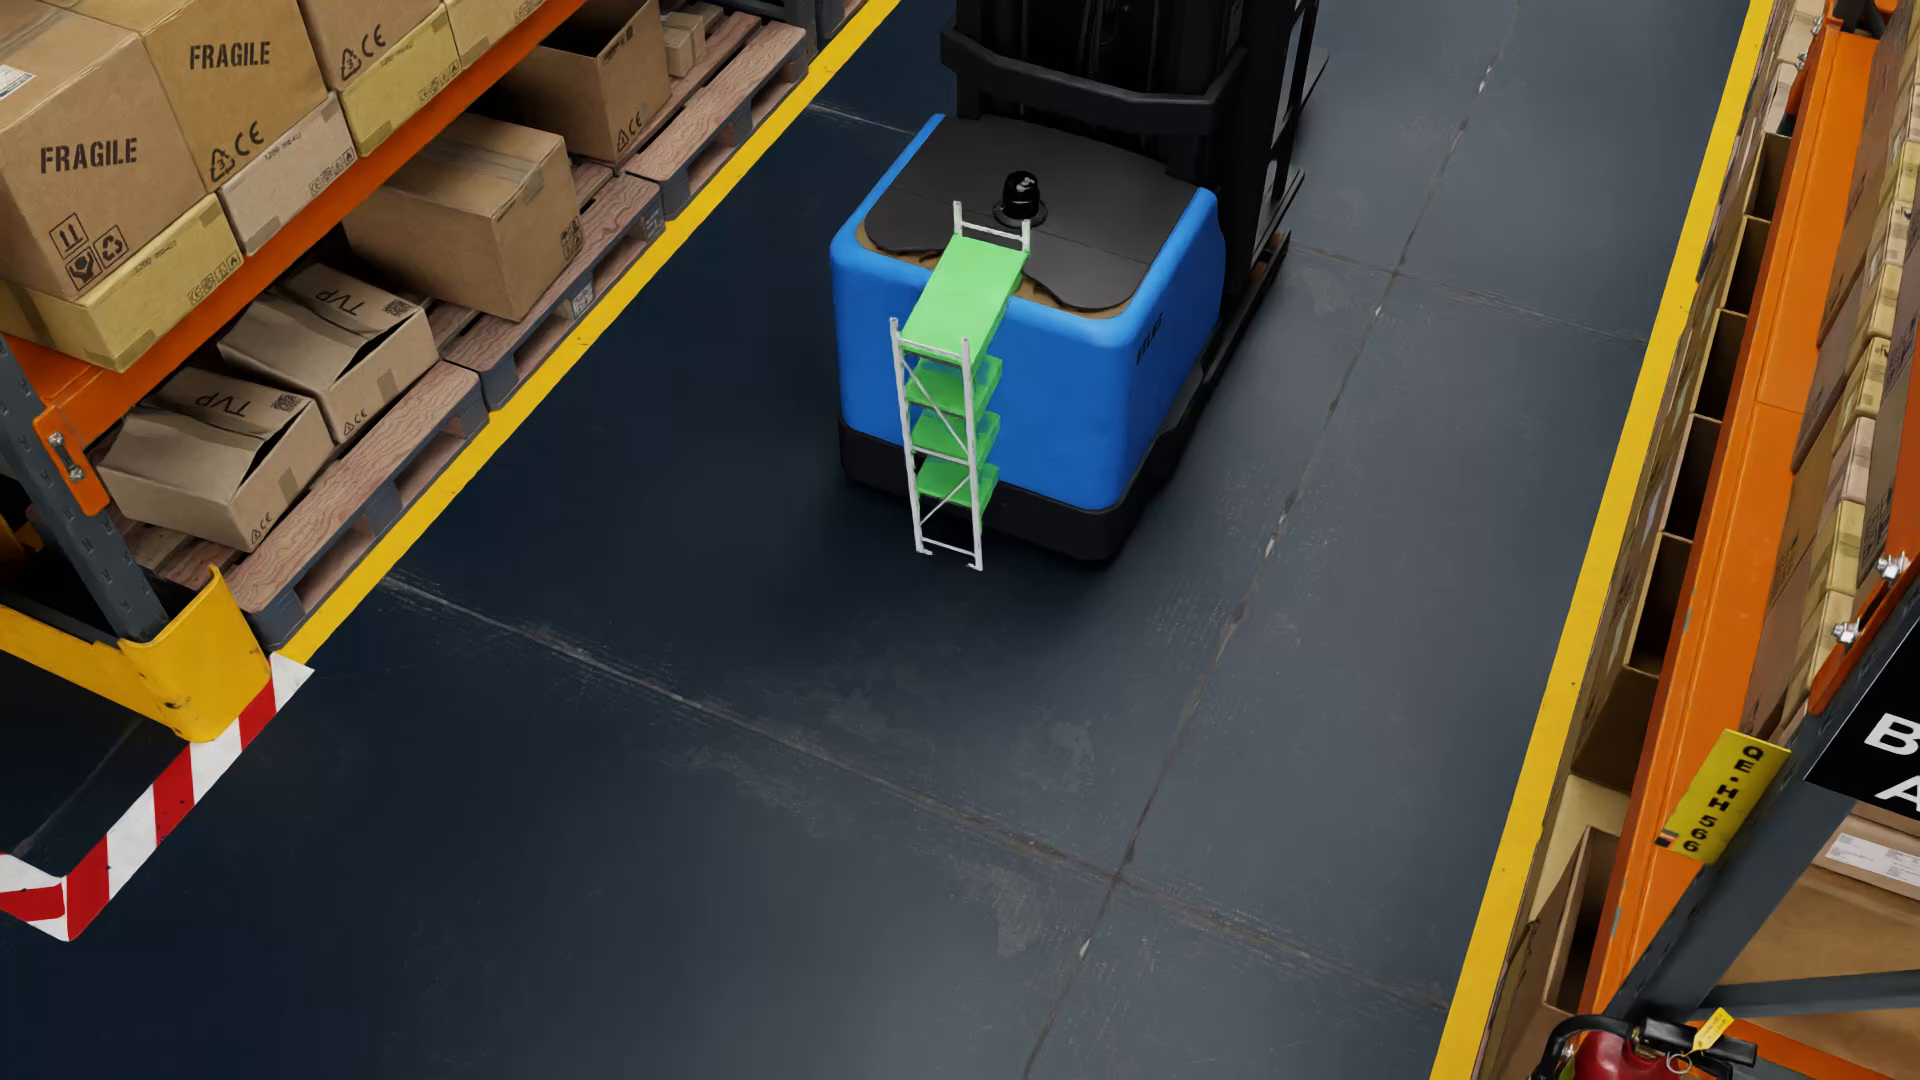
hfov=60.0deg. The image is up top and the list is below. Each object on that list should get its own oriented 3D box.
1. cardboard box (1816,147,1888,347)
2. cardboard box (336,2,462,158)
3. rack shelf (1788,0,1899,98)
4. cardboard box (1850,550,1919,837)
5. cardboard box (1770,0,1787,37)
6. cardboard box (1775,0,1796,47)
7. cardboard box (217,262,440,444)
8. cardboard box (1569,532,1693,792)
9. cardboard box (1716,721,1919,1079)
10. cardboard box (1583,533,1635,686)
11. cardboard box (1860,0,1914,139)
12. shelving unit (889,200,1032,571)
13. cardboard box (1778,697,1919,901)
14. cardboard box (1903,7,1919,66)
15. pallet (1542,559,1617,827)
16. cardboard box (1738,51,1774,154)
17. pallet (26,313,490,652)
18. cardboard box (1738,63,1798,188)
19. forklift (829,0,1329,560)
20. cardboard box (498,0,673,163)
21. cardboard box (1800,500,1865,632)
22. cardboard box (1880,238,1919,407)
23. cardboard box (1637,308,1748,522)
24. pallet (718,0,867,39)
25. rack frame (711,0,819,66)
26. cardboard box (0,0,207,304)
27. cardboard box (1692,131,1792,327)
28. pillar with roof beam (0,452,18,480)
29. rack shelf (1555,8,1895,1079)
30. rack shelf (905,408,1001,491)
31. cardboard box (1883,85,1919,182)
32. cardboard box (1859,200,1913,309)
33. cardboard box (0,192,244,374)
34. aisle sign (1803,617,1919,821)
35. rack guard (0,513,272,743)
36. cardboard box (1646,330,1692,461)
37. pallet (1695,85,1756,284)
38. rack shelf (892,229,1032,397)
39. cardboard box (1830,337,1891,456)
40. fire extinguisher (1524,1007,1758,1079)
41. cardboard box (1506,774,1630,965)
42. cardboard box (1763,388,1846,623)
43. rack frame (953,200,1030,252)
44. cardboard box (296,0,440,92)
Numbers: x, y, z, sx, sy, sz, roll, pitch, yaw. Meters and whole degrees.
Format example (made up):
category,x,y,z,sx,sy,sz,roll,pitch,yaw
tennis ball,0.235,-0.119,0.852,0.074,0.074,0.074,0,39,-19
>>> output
category,x,y,z,sx,sy,sz,roll,pitch,yaw
cardboard box,2.729,-0.735,4.341,0.700,0.500,0.500,21,53,17
cardboard box,-1.911,-1.477,5.122,0.500,0.250,0.500,19,52,16
rack shelf,4.205,-2.864,6.690,1.077,0.370,4.000,20,52,16
cardboard box,1.875,0.228,2.669,0.700,0.500,0.500,20,52,16
cardboard box,3.920,-2.395,7.348,0.500,0.250,0.500,21,53,17
cardboard box,3.696,-2.222,6.833,0.500,0.311,0.500,20,52,16
cardboard box,-2.218,-0.686,5.841,0.500,0.311,0.500,24,54,19
cardboard box,2.016,0.387,4.489,0.500,0.500,0.500,20,52,16
cardboard box,1.853,0.685,3.132,0.700,0.500,0.500,20,52,16
cardboard box,2.234,0.287,5.066,0.500,0.250,0.500,20,52,16
cardboard box,3.167,-1.445,4.944,0.700,0.500,0.500,19,52,15
shelving unit,0.029,-0.454,5.320,0.258,1.200,0.503,17,59,14
cardboard box,1.633,0.467,2.892,0.380,0.149,0.250,19,52,15
cardboard box,2.734,-1.309,4.402,0.380,0.149,0.250,19,52,16
pallet,2.453,0.561,5.134,1.003,0.211,1.213,20,52,16
cardboard box,3.483,-1.693,6.751,0.500,0.250,0.500,19,52,16
pallet,-2.427,-0.272,5.842,1.003,0.211,1.213,20,52,16
cardboard box,3.264,-1.519,6.234,0.500,0.311,0.500,20,52,16
forklift,0.664,-2.020,5.544,1.130,2.935,3.031,20,52,16
cardboard box,-1.537,-1.934,6.779,0.500,0.500,0.500,16,52,13
cardboard box,1.852,0.110,3.196,0.380,0.149,0.250,19,52,16
cardboard box,2.310,-0.484,3.274,0.700,0.500,0.500,20,52,16
cardboard box,2.442,-0.302,5.075,0.500,0.500,0.500,20,52,16
pallet,-0.799,-2.962,8.132,1.003,0.211,1.213,20,52,16
rack frame,-1.130,-3.329,6.613,1.000,3.000,0.127,20,52,16
cardboard box,-2.363,-1.007,4.230,0.500,0.500,0.500,20,52,16
cardboard box,2.869,-0.991,5.661,0.500,0.500,0.500,20,52,16
pillar with roof beam,0.571,-1.882,1.443,9.100,9.000,0.400,20,52,16
rack shelf,2.496,-0.110,4.346,1.077,0.370,4.000,20,52,16
rack shelf,0.032,-0.419,5.373,0.258,0.148,0.480,17,59,14
cardboard box,2.514,-0.952,4.099,0.380,0.149,0.250,18,52,15
cardboard box,2.293,-0.602,3.801,0.380,0.149,0.250,19,52,16
cardboard box,-2.343,-0.766,4.517,0.500,0.250,0.500,18,52,15
aisle sign,1.348,0.141,1.953,0.394,0.787,0.004,20,52,16
rack guard,-2.806,0.183,5.266,1.175,0.500,0.348,20,52,16
cardboard box,2.660,-0.402,5.652,0.500,0.250,0.500,20,52,16
pallet,3.630,-1.337,6.749,1.003,0.211,1.213,20,52,16
rack shelf,0.011,-0.684,4.973,0.258,0.148,0.480,17,59,14
cardboard box,2.074,-0.244,3.496,0.380,0.149,0.250,21,53,17
fire extinguisher,1.171,0.990,2.989,0.296,0.674,0.183,20,52,16
cardboard box,1.806,0.976,4.480,0.500,0.250,0.500,20,52,16
cardboard box,2.290,-0.019,3.731,0.700,0.500,0.500,20,53,16
rack frame,0.119,-0.645,5.442,0.240,1.200,0.015,17,59,14
cardboard box,-1.916,-1.698,4.818,0.500,0.500,0.500,18,52,15
